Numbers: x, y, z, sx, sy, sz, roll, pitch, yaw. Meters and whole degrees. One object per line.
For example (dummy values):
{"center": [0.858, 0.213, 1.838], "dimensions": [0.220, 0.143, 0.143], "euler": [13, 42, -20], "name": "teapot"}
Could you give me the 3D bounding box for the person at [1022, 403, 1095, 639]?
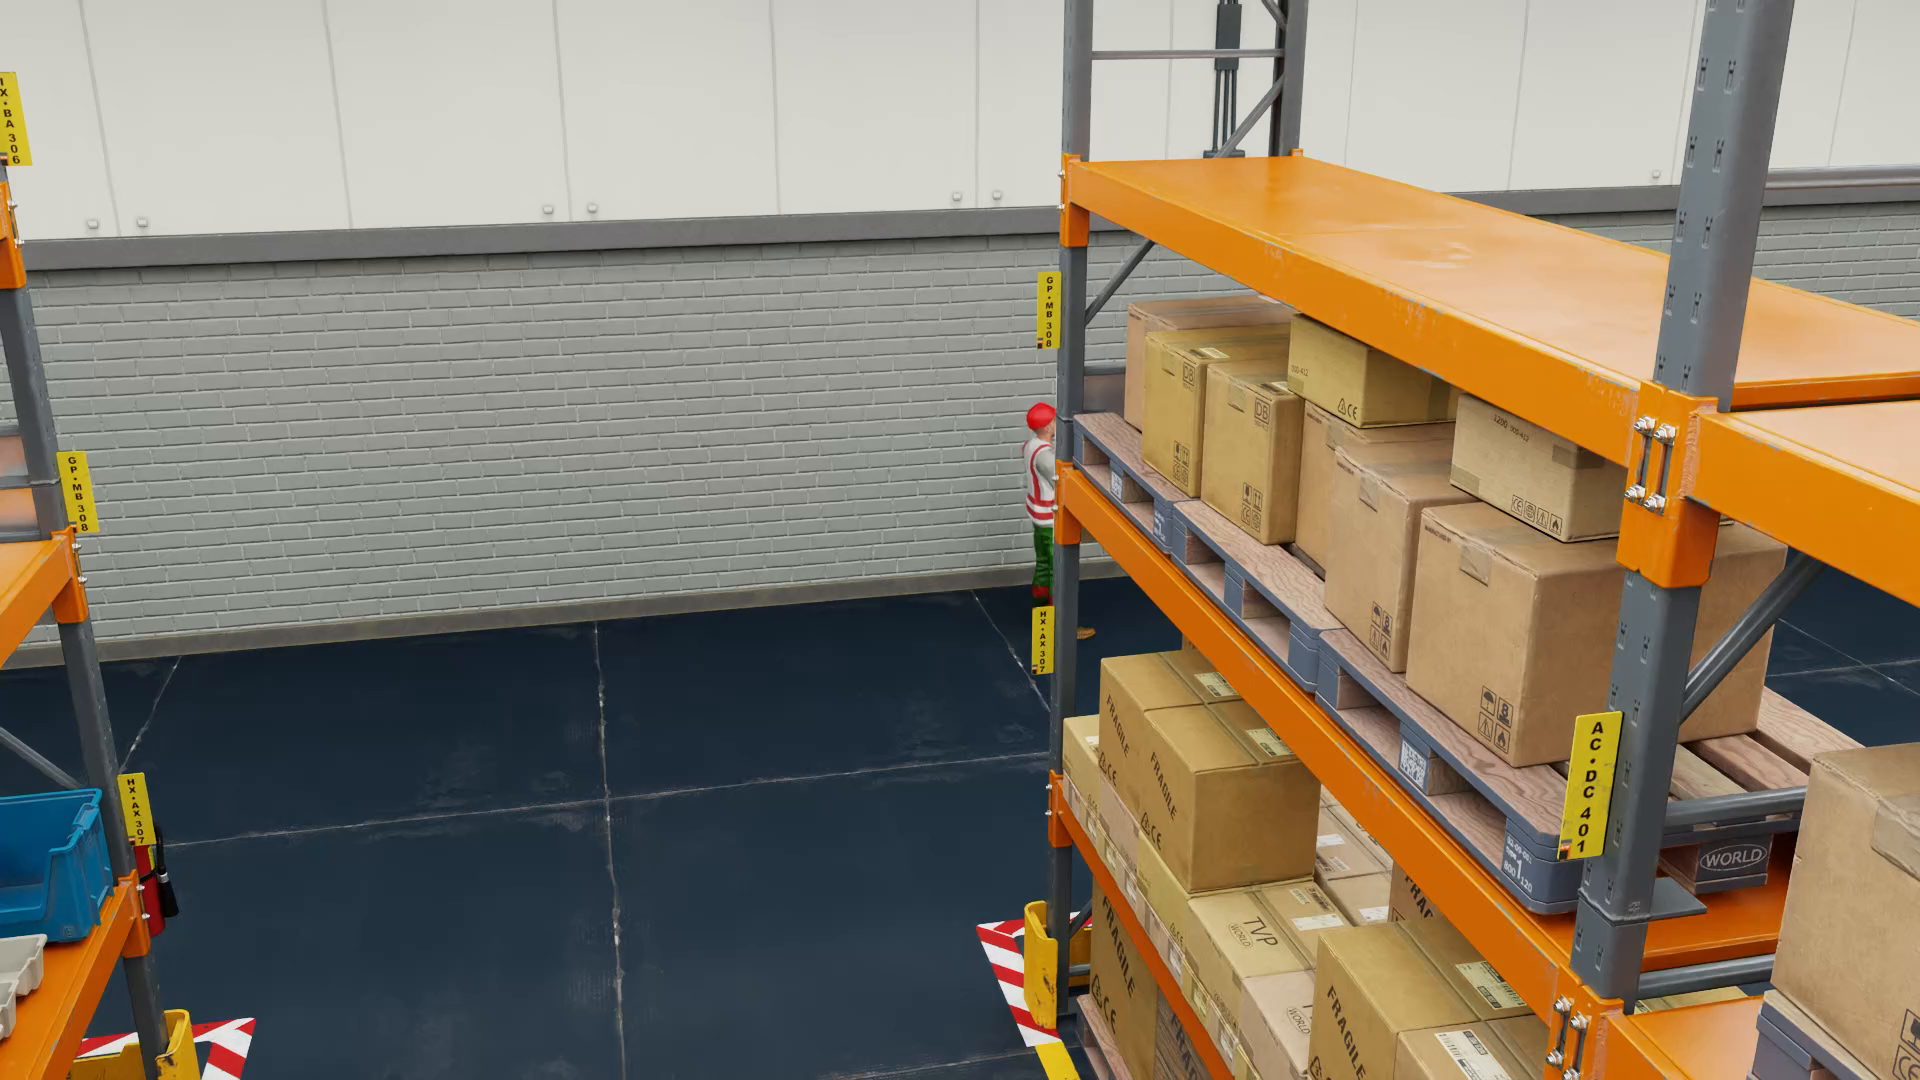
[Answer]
{"center": [0.735, -0.161, 12.476], "dimensions": [0.511, 1.793, 0.529], "euler": [-5, 20, -13], "name": "person"}
